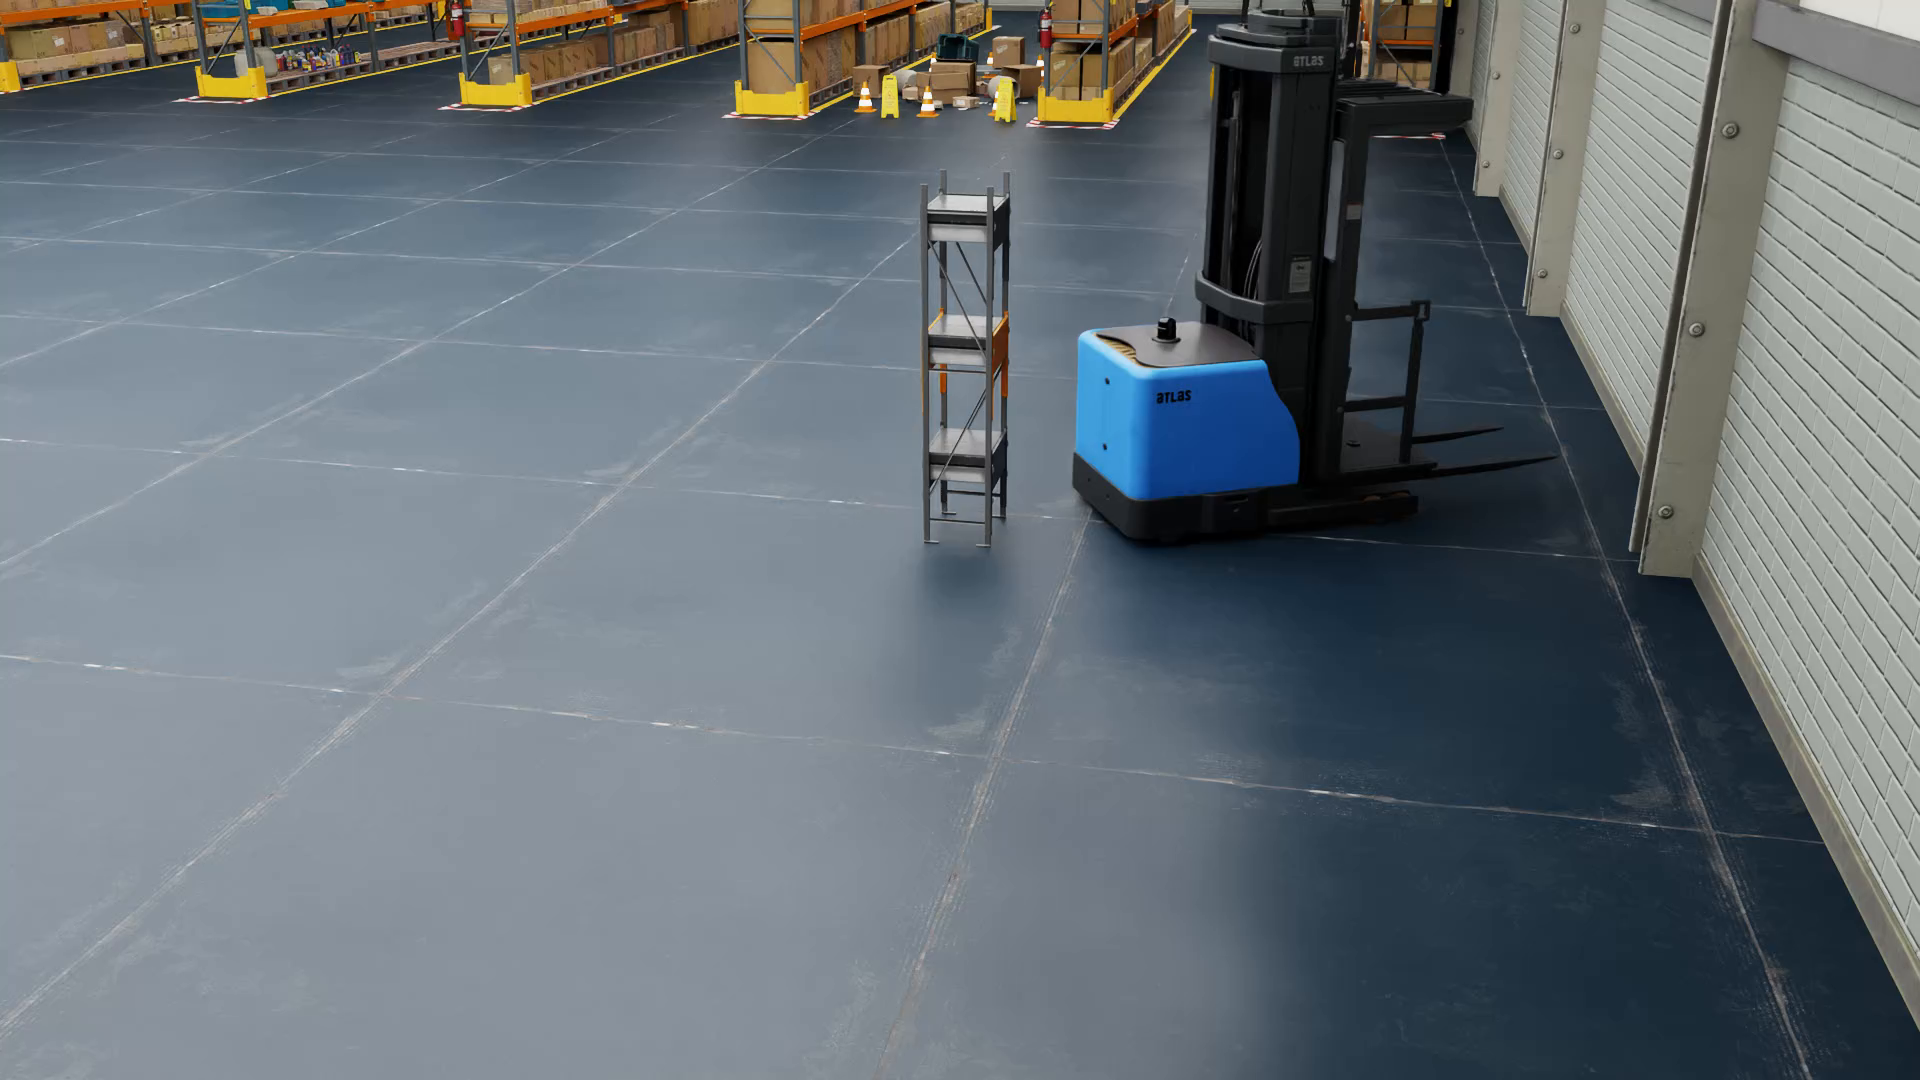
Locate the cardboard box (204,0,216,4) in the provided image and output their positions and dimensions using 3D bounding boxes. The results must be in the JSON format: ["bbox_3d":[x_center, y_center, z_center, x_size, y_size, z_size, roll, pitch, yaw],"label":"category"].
[{"bbox_3d":[-19.628,-13.795,42.876,0.700,0.500,0.500,4,22,10],"label":"cardboard box"}]

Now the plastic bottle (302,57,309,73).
[{"bbox_3d":[-12.062,-8.745,30.615,0.097,0.271,0.097,0,22,0],"label":"plastic bottle"}]

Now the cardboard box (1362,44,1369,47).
[{"bbox_3d":[6.969,-8.164,27.889,0.500,0.250,0.500,4,22,11],"label":"cardboard box"}]

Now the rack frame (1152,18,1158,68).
[{"bbox_3d":[3.446,-10.960,33.052,1.000,3.000,0.127,4,22,11],"label":"rack frame"}]

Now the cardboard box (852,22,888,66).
[{"bbox_3d":[-1.998,-9.575,32.062,1.050,0.750,0.750,4,22,11],"label":"cardboard box"}]

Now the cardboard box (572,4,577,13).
[{"bbox_3d":[-7.132,-9.582,29.965,0.380,0.149,0.250,4,22,11],"label":"cardboard box"}]

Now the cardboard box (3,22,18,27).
[{"bbox_3d":[-21.192,-11.262,36.559,0.700,0.500,0.500,4,22,11],"label":"cardboard box"}]

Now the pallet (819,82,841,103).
[{"bbox_3d":[-2.716,-7.824,28.999,1.003,0.211,1.213,4,22,11],"label":"pallet"}]

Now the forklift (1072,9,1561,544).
[{"bbox_3d":[2.284,-1.641,10.005,3.031,2.935,1.130,-7,23,-16],"label":"forklift"}]

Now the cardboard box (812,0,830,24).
[{"bbox_3d":[-2.694,-8.981,27.938,0.875,0.550,0.550,4,22,11],"label":"cardboard box"}]

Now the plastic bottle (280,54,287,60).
[{"bbox_3d":[-12.685,-8.954,31.127,0.152,0.276,0.135,4,22,9],"label":"plastic bottle"}]

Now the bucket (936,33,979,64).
[{"bbox_3d":[-0.008,-8.799,30.032,0.726,0.611,0.620,13,15,29],"label":"bucket"}]

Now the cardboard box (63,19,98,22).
[{"bbox_3d":[-17.265,-9.947,32.651,0.500,0.500,0.500,4,22,11],"label":"cardboard box"}]

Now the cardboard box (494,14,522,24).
[{"bbox_3d":[-7.597,-8.759,27.923,0.380,0.149,0.250,4,22,11],"label":"cardboard box"}]

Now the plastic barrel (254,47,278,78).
[{"bbox_3d":[-12.575,-8.638,30.054,0.421,0.512,0.421,0,22,0],"label":"plastic barrel"}]

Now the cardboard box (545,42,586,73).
[{"bbox_3d":[-7.302,-8.934,30.806,0.500,0.500,0.500,12,25,28],"label":"cardboard box"}]

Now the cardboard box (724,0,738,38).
[{"bbox_3d":[-5.732,-11.825,37.482,1.225,0.875,0.875,4,22,9],"label":"cardboard box"}]

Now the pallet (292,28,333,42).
[{"bbox_3d":[-15.513,-11.893,39.102,1.003,0.211,1.213,4,22,11],"label":"pallet"}]

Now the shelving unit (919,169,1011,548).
[{"bbox_3d":[0.034,-1.035,9.612,0.431,2.100,0.503,4,22,11],"label":"shelving unit"}]

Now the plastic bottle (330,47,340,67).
[{"bbox_3d":[-11.875,-9.160,31.538,0.144,0.351,0.185,4,22,11],"label":"plastic bottle"}]

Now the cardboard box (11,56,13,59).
[{"bbox_3d":[-17.675,-8.868,30.976,0.500,0.250,0.500,4,22,11],"label":"cardboard box"}]

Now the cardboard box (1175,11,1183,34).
[{"bbox_3d":[4.677,-11.978,38.447,0.875,0.438,0.875,4,22,9],"label":"cardboard box"}]

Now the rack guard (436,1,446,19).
[{"bbox_3d":[-14.336,-14.210,44.468,1.175,0.500,0.348,4,22,11],"label":"rack guard"}]

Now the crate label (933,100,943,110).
[{"bbox_3d":[-0.418,-7.214,27.583,0.250,0.136,0.298,-7,23,-17],"label":"crate label"}]

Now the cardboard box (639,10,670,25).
[{"bbox_3d":[-6.363,-10.860,34.558,0.500,0.250,0.500,5,23,13],"label":"cardboard box"}]

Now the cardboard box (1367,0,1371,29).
[{"bbox_3d":[6.828,-8.465,26.722,0.500,0.500,0.500,5,22,11],"label":"cardboard box"}]

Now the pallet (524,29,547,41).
[{"bbox_3d":[-10.487,-11.983,39.325,1.003,0.211,1.213,4,22,11],"label":"pallet"}]

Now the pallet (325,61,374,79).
[{"bbox_3d":[-12.099,-9.094,32.152,1.003,0.211,1.213,4,22,11],"label":"pallet"}]

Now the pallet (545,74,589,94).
[{"bbox_3d":[-7.421,-8.263,30.088,1.003,0.211,1.213,4,22,11],"label":"pallet"}]

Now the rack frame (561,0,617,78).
[{"bbox_3d":[-7.072,-10.252,31.295,1.000,3.000,0.127,4,22,11],"label":"rack frame"}]

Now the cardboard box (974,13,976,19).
[{"bbox_3d":[0.186,-12.641,40.082,0.380,0.149,0.250,5,22,12],"label":"cardboard box"}]

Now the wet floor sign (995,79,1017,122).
[{"bbox_3d":[0.727,-6.954,26.257,0.267,0.644,0.232,13,25,29],"label":"wet floor sign"}]

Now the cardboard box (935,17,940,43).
[{"bbox_3d":[-0.723,-11.134,36.267,0.500,0.500,0.500,4,22,10],"label":"cardboard box"}]

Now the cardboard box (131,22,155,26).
[{"bbox_3d":[-16.867,-10.549,34.400,0.500,0.311,0.500,5,22,12],"label":"cardboard box"}]

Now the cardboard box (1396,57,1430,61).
[{"bbox_3d":[7.055,-7.385,25.954,0.500,0.250,0.500,4,22,11],"label":"cardboard box"}]

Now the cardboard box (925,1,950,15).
[{"bbox_3d":[-0.509,-11.855,37.053,0.500,0.250,0.500,4,22,9],"label":"cardboard box"}]

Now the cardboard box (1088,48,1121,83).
[{"bbox_3d":[2.355,-7.776,27.260,0.500,0.500,0.500,4,22,9],"label":"cardboard box"}]

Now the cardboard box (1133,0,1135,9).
[{"bbox_3d":[2.782,-9.500,28.894,0.500,0.500,0.500,4,22,10],"label":"cardboard box"}]

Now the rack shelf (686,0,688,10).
[{"bbox_3d":[-5.848,-12.113,36.878,1.077,0.370,4.000,4,22,11],"label":"rack shelf"}]

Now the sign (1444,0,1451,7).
[{"bbox_3d":[7.215,-8.051,24.564,0.100,0.325,0.005,4,22,11],"label":"sign"}]

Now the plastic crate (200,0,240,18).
[{"bbox_3d":[-12.928,-9.304,29.139,0.499,0.251,0.616,4,22,11],"label":"plastic crate"}]

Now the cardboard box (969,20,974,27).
[{"bbox_3d":[0.113,-12.410,39.907,0.380,0.149,0.250,5,22,12],"label":"cardboard box"}]

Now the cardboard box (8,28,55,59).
[{"bbox_3d":[-17.158,-9.175,30.736,0.500,0.500,0.500,4,22,11],"label":"cardboard box"}]

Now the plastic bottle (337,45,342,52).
[{"bbox_3d":[-11.911,-9.359,32.033,0.144,0.351,0.185,4,22,11],"label":"plastic bottle"}]

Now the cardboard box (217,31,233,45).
[{"bbox_3d":[-16.029,-10.808,35.792,0.500,0.250,0.500,5,22,12],"label":"cardboard box"}]

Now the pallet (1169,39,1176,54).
[{"bbox_3d":[4.178,-10.841,36.490,1.003,0.211,1.213,4,22,11],"label":"pallet"}]

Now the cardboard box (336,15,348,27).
[{"bbox_3d":[-15.066,-12.597,39.873,0.500,0.500,0.500,5,22,11],"label":"cardboard box"}]

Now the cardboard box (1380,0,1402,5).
[{"bbox_3d":[6.470,-8.153,25.079,0.380,0.149,0.250,5,22,12],"label":"cardboard box"}]

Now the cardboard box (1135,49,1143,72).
[{"bbox_3d":[2.877,-8.928,30.962,0.950,0.372,0.625,6,23,14],"label":"cardboard box"}]

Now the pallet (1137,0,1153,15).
[{"bbox_3d":[2.928,-9.676,30.122,1.003,0.211,1.213,4,22,11],"label":"pallet"}]

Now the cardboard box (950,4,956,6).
[{"bbox_3d":[-0.313,-12.919,40.374,0.380,0.149,0.250,3,22,8],"label":"cardboard box"}]

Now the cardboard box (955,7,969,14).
[{"bbox_3d":[0.012,-12.591,39.560,0.380,0.149,0.250,5,22,11],"label":"cardboard box"}]

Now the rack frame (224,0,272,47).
[{"bbox_3d":[-15.953,-12.472,36.806,1.000,3.000,0.127,4,22,11],"label":"rack frame"}]

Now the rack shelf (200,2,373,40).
[{"bbox_3d":[-12.329,-9.565,30.551,1.077,0.370,4.000,4,22,11],"label":"rack shelf"}]
